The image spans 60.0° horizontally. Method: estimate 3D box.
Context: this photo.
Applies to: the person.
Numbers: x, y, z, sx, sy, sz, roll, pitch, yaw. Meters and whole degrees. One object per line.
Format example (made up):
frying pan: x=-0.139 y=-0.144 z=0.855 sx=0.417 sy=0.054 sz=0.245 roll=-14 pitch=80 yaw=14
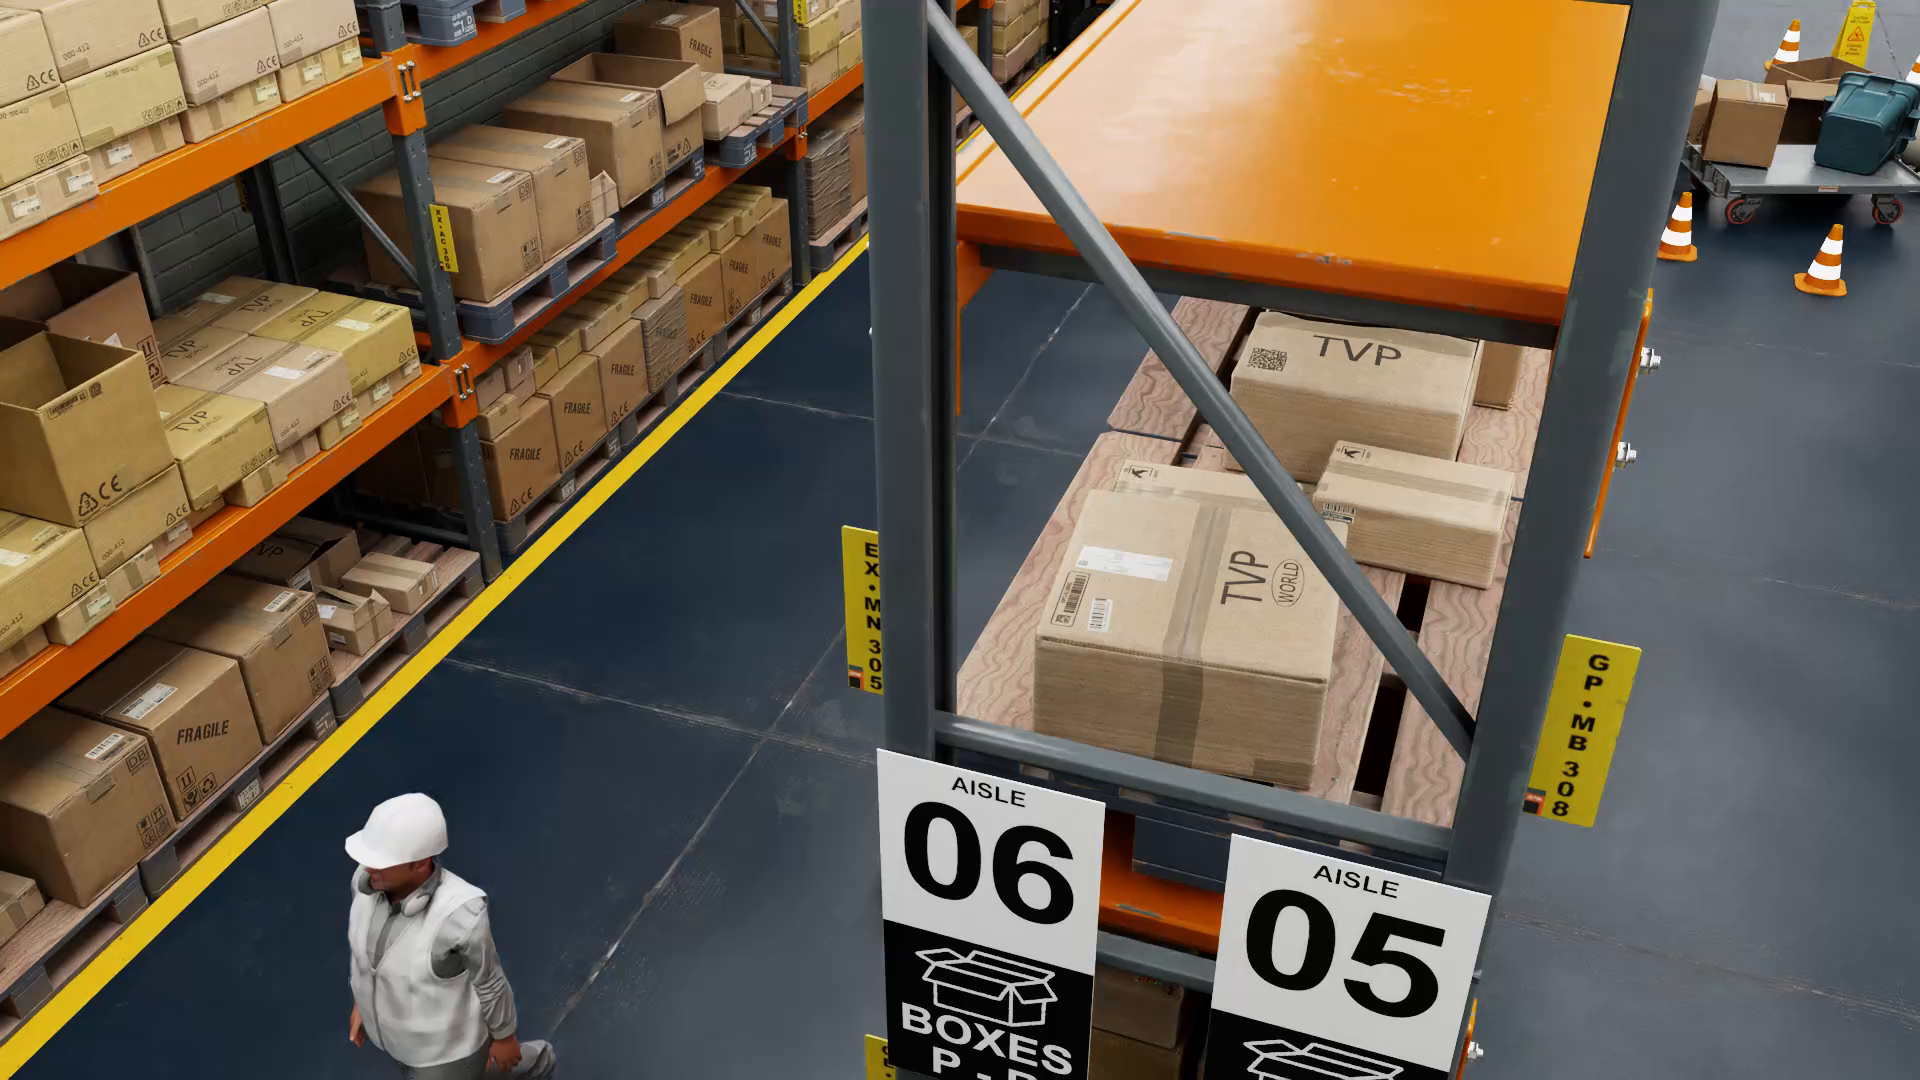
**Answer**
person: x=-1.667 y=1.491 z=5.250 sx=0.550 sy=1.741 sz=0.919 roll=21 pitch=38 yaw=28
